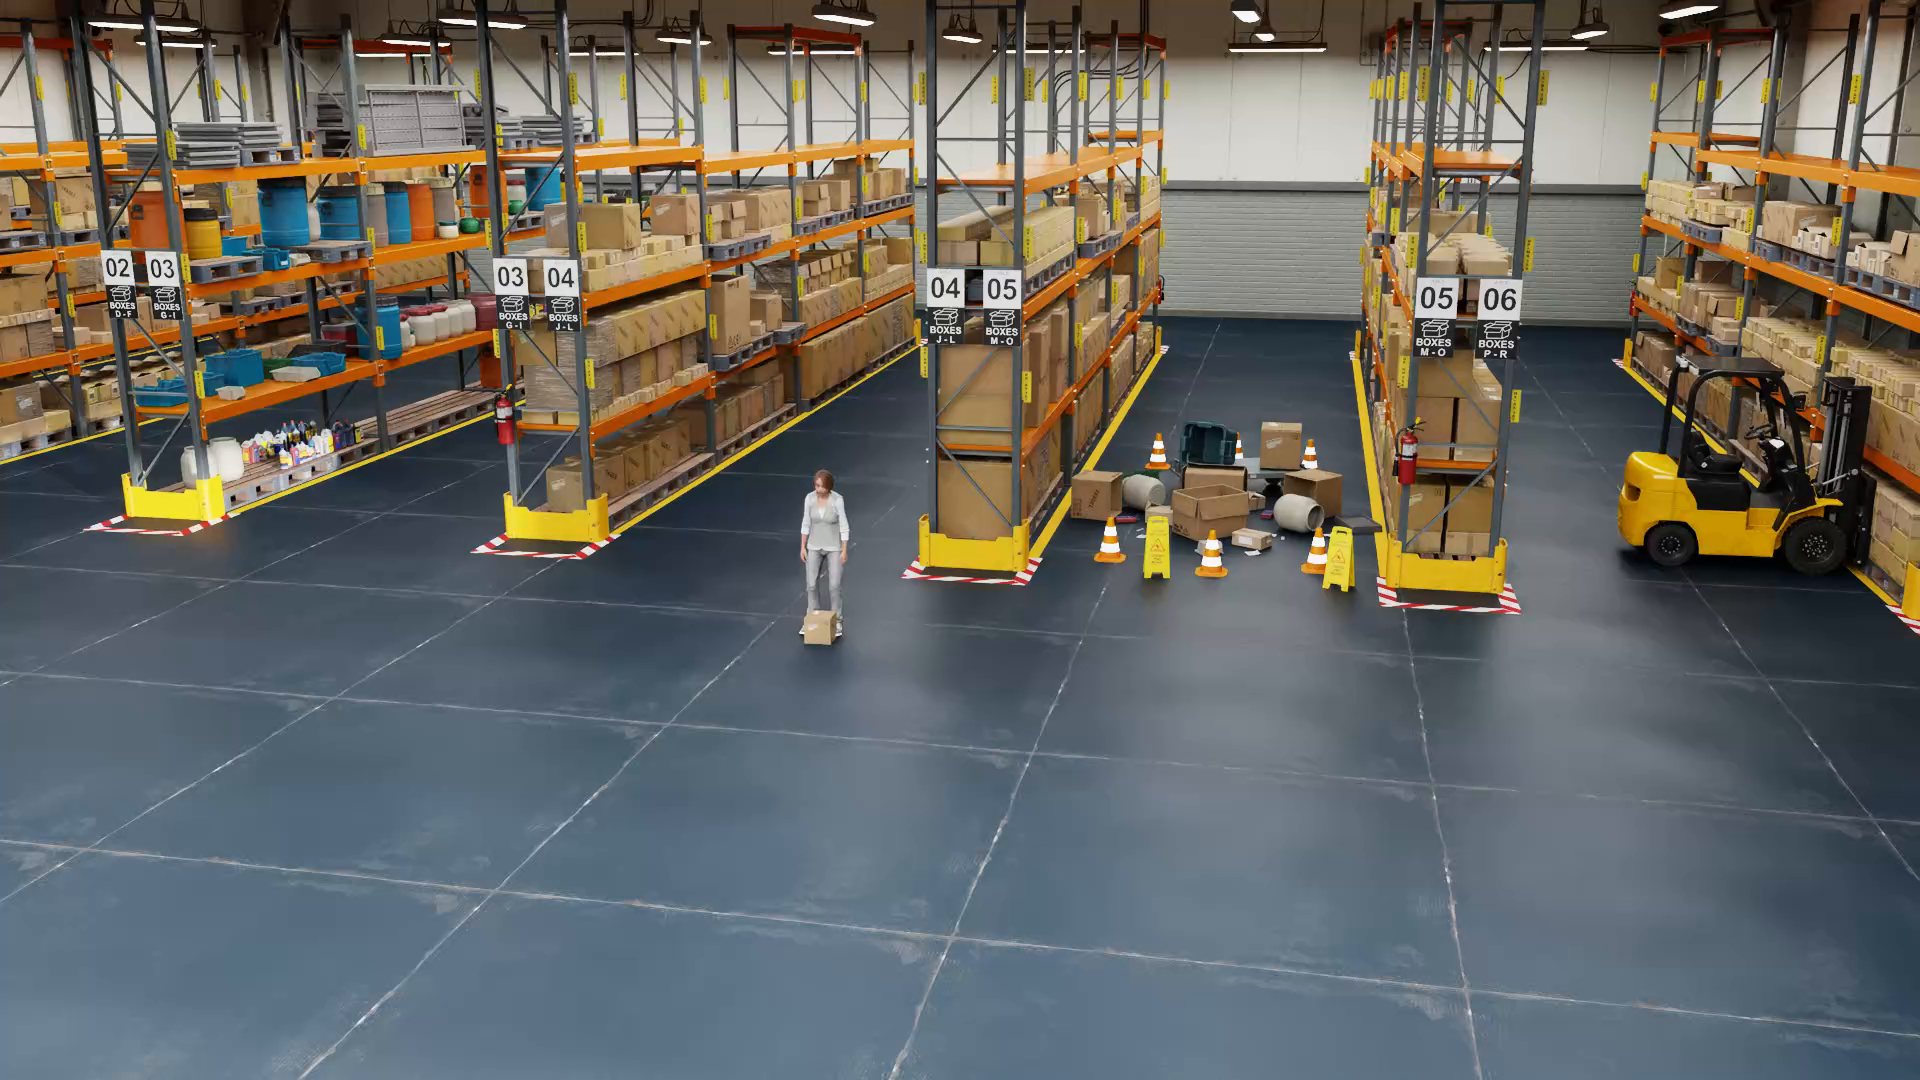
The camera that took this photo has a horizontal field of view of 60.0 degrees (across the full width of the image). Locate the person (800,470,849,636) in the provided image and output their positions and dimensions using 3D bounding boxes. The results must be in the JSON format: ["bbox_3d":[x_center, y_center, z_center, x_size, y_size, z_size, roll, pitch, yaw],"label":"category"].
[{"bbox_3d":[-1.270,0.109,15.627,0.462,1.593,0.344,3,15,11],"label":"person"}]
